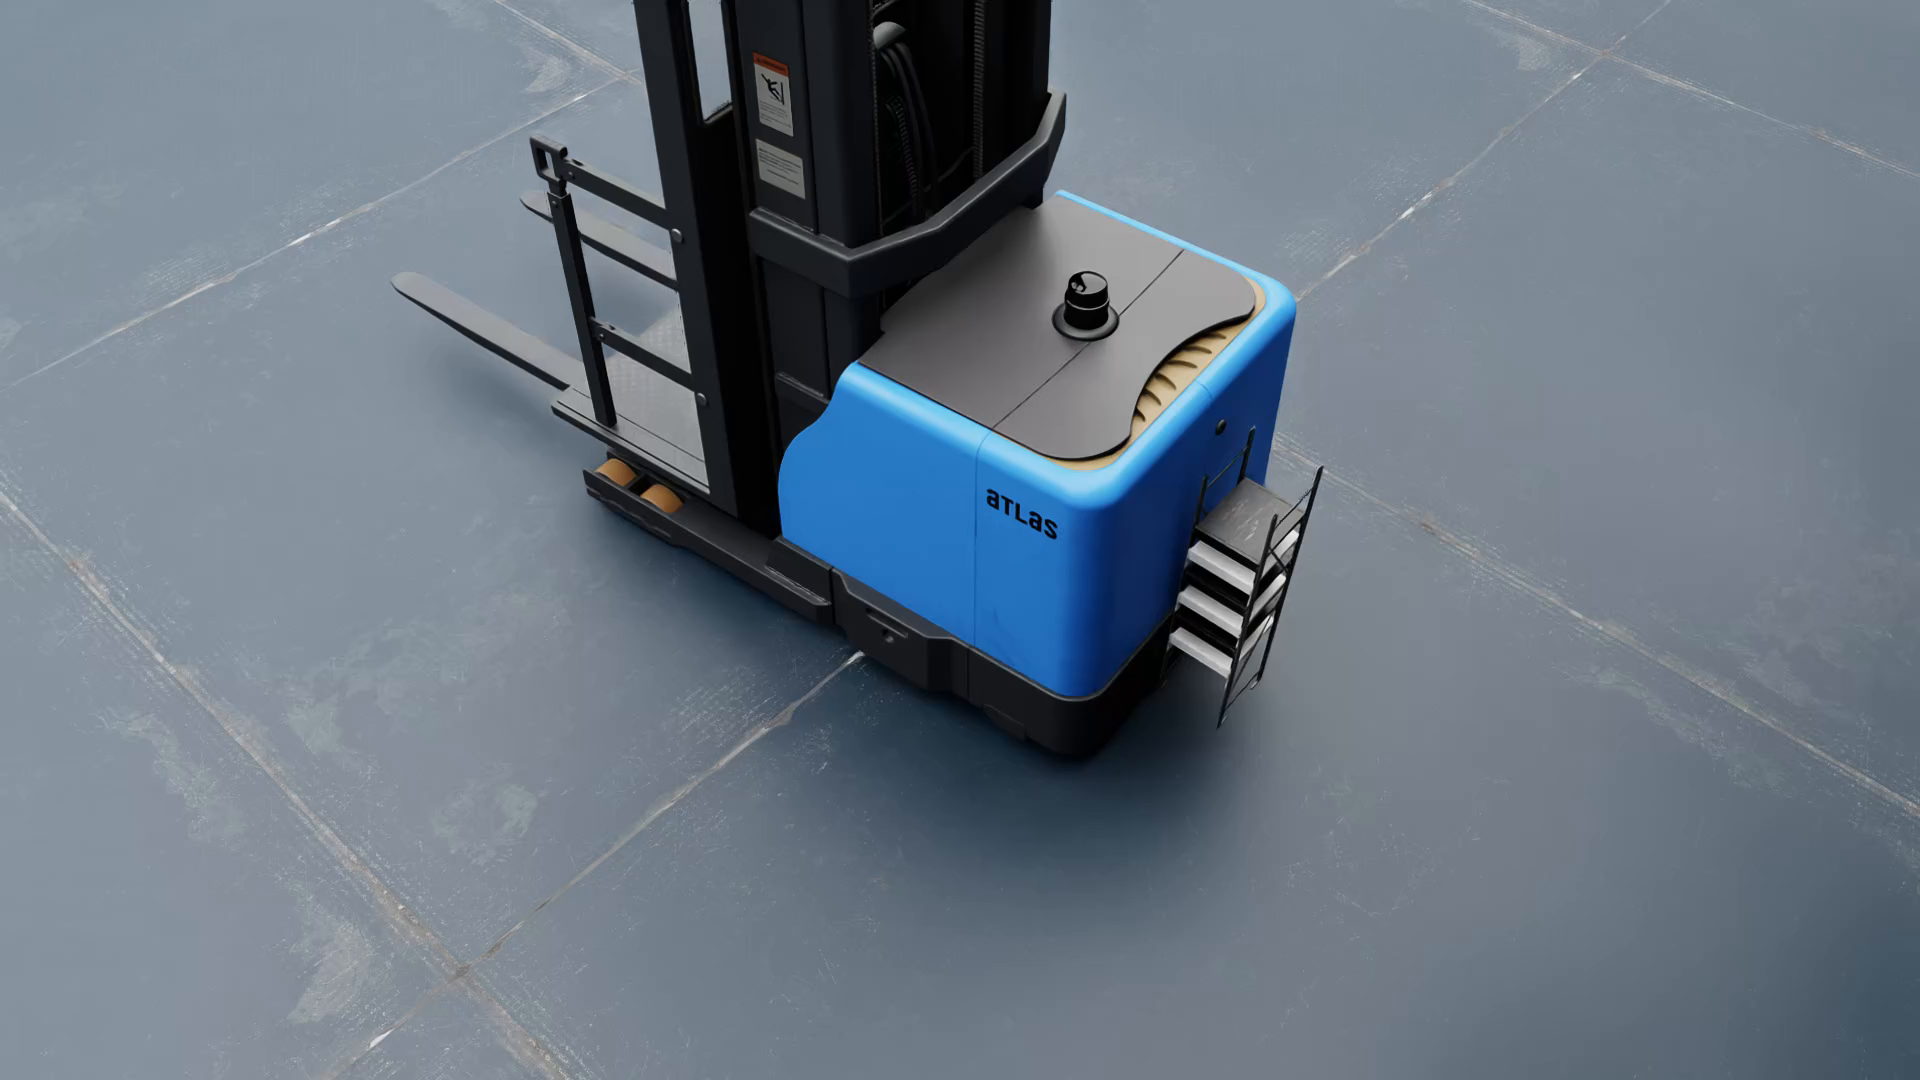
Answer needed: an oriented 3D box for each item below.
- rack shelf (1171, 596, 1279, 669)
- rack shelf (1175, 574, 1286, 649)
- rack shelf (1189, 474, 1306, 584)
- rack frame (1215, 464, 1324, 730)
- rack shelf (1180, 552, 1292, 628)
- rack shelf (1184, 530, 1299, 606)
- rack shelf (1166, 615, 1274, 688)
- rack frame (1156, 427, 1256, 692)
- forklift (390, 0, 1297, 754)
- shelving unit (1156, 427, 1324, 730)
[{"bbox_3d":[0.739,0.206,4.601,0.200,0.077,0.258,32,55,23],"label":"rack shelf"},{"bbox_3d":[0.743,0.147,4.534,0.200,0.077,0.258,32,55,23],"label":"rack shelf"},{"bbox_3d":[0.754,-0.031,4.331,0.200,0.077,0.258,32,55,23],"label":"rack shelf"},{"bbox_3d":[0.823,0.175,4.469,0.006,0.900,0.240,32,55,23],"label":"rack frame"},{"bbox_3d":[0.746,0.088,4.466,0.200,0.077,0.258,32,55,23],"label":"rack shelf"},{"bbox_3d":[0.750,0.028,4.398,0.200,0.077,0.258,32,55,23],"label":"rack shelf"},{"bbox_3d":[0.735,0.266,4.669,0.200,0.077,0.258,32,55,23],"label":"rack shelf"},{"bbox_3d":[0.665,0.075,4.548,0.006,0.900,0.240,32,55,23],"label":"rack frame"},{"bbox_3d":[-0.575,-1.294,4.455,3.031,2.935,1.130,28,53,24],"label":"forklift"},{"bbox_3d":[0.744,0.125,4.509,0.210,0.900,0.258,32,55,23],"label":"shelving unit"}]
